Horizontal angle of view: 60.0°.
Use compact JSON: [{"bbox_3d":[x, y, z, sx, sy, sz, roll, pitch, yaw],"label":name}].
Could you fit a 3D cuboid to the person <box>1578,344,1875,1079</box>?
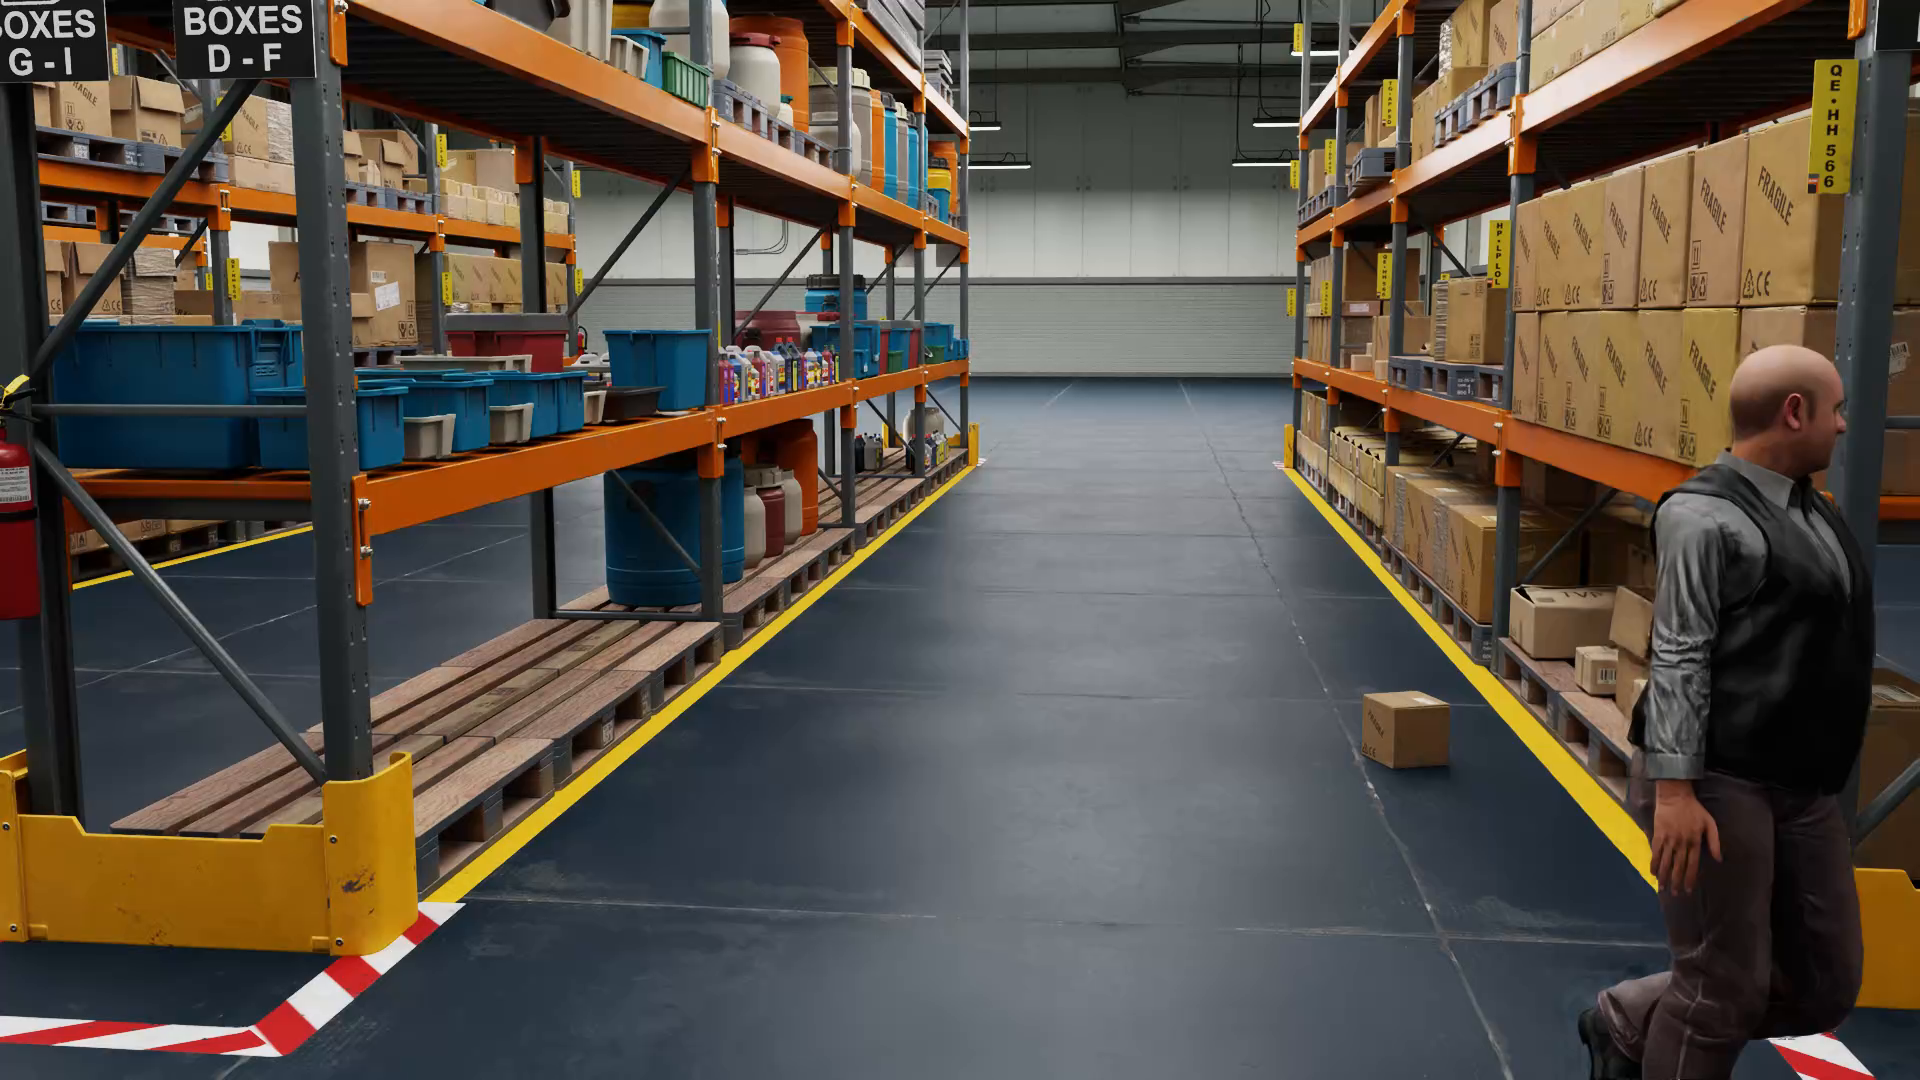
[{"bbox_3d":[1.481,0.469,3.259,0.652,1.693,0.540,-6,9,-36],"label":"person"}]
